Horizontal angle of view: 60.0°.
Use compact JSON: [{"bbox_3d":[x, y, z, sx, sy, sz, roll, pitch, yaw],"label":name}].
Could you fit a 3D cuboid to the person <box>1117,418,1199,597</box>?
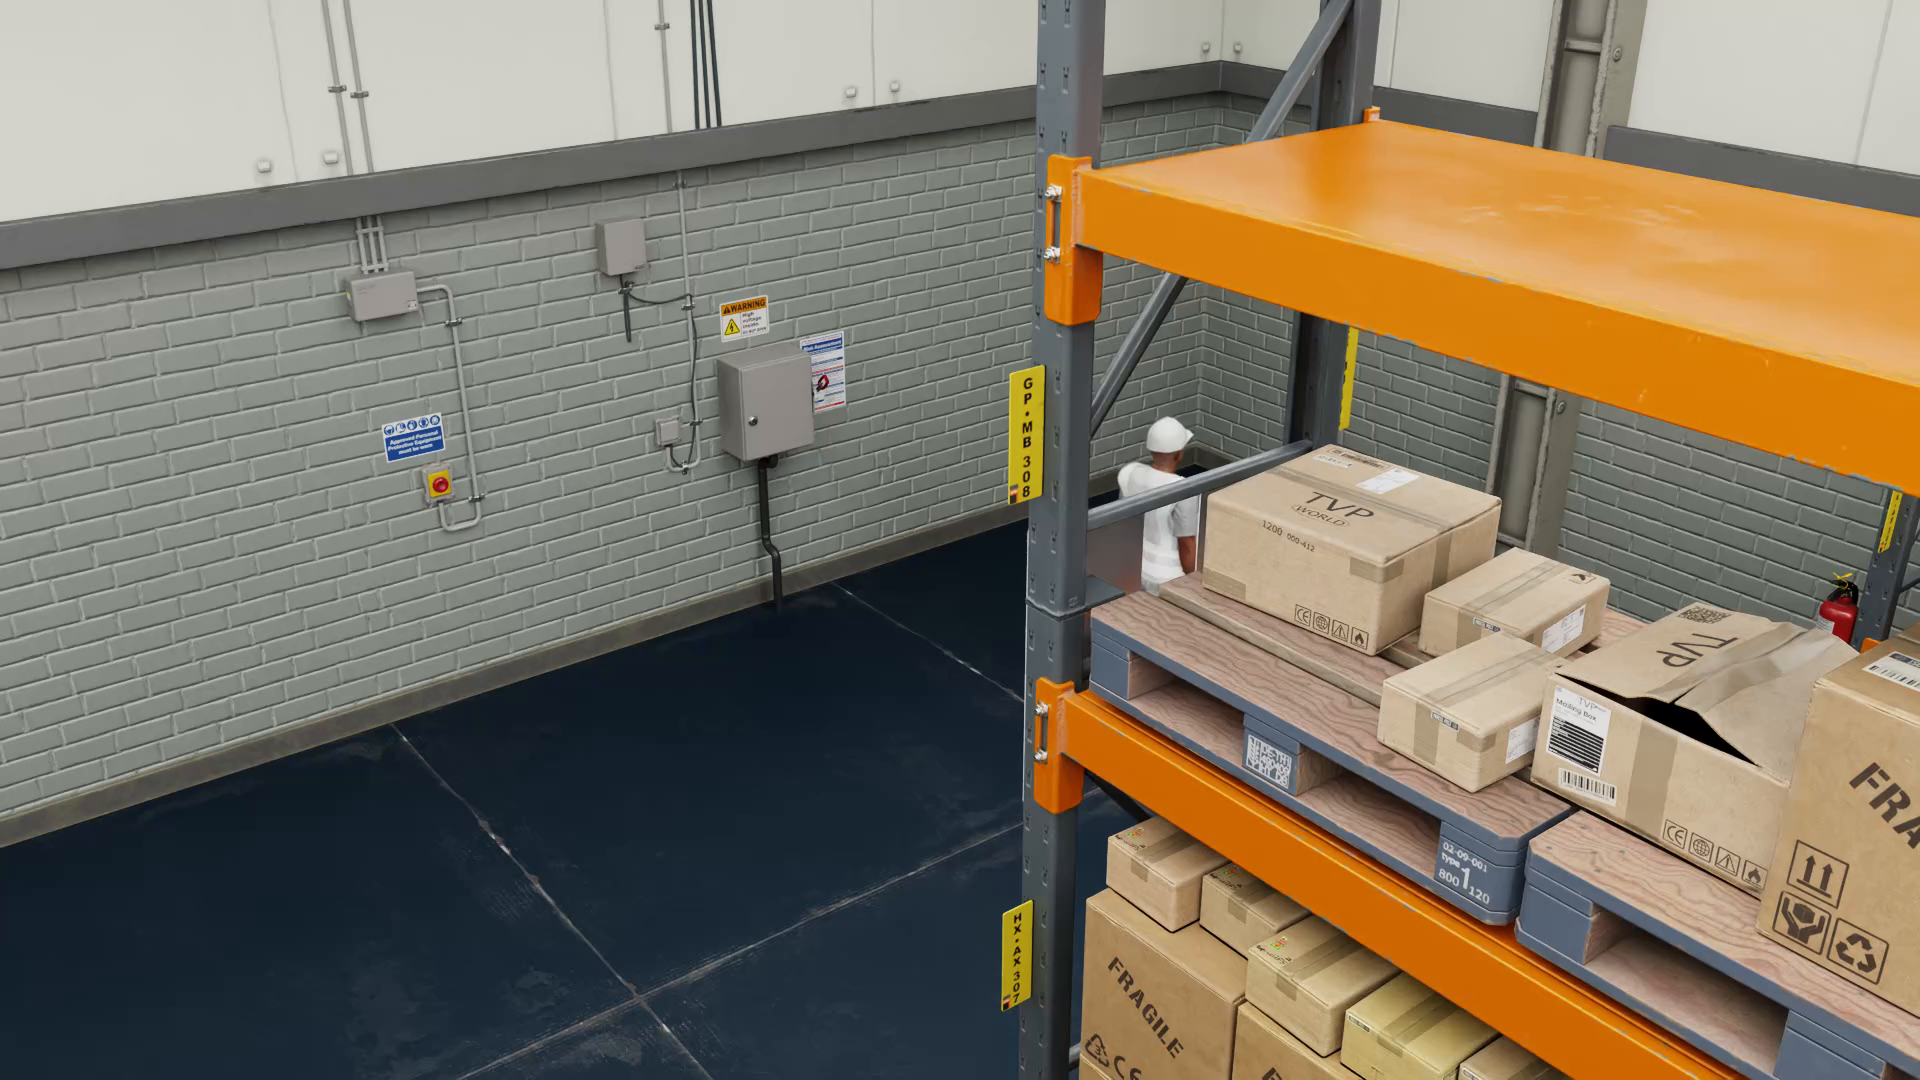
[{"bbox_3d":[1.095,0.178,9.162,0.348,1.787,0.550,-18,30,-34],"label":"person"}]
